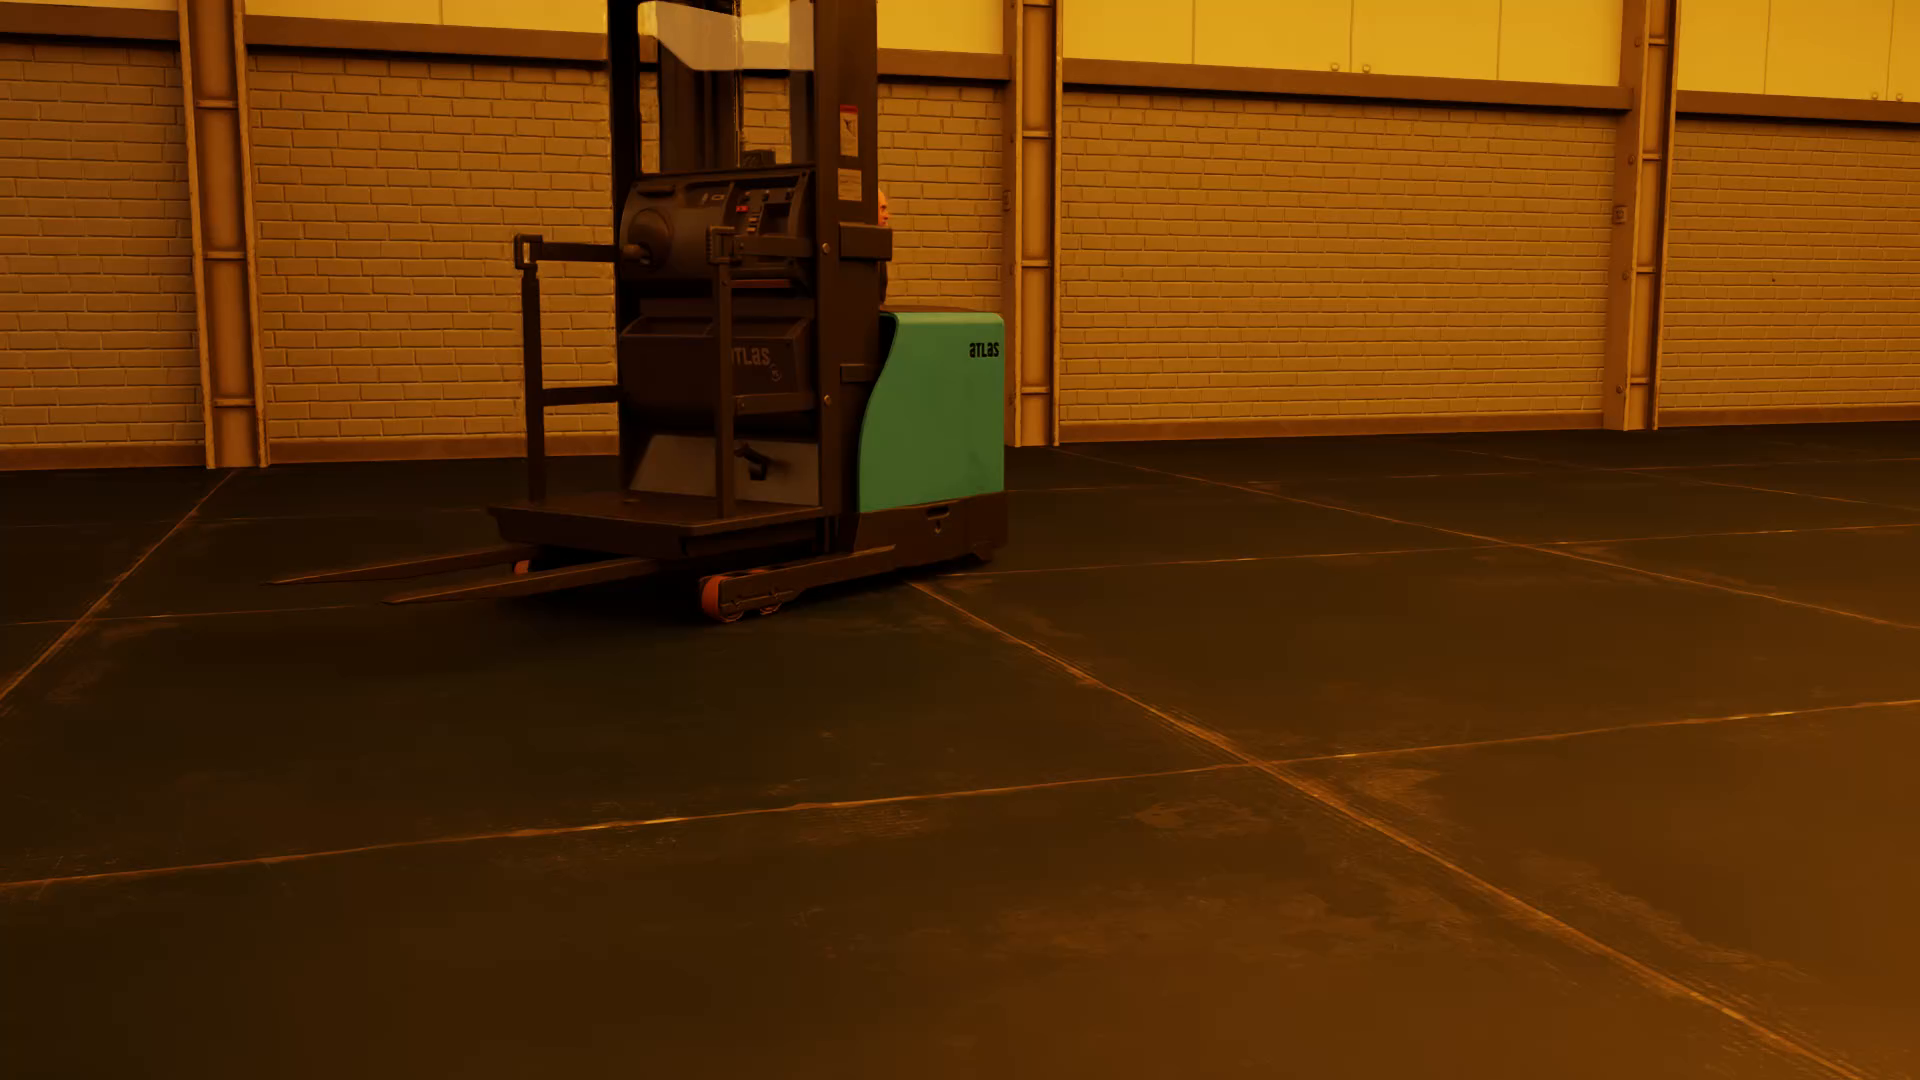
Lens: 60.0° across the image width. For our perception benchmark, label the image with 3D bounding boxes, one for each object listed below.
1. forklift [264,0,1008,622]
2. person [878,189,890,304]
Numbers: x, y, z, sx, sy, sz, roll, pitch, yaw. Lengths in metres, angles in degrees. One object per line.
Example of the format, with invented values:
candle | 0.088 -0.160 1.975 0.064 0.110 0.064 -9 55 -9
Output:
forklift | -1.063 -1.238 6.149 1.130 2.935 3.031 6 10 35
person | -0.570 -0.964 8.563 0.399 1.689 0.860 4 9 29
